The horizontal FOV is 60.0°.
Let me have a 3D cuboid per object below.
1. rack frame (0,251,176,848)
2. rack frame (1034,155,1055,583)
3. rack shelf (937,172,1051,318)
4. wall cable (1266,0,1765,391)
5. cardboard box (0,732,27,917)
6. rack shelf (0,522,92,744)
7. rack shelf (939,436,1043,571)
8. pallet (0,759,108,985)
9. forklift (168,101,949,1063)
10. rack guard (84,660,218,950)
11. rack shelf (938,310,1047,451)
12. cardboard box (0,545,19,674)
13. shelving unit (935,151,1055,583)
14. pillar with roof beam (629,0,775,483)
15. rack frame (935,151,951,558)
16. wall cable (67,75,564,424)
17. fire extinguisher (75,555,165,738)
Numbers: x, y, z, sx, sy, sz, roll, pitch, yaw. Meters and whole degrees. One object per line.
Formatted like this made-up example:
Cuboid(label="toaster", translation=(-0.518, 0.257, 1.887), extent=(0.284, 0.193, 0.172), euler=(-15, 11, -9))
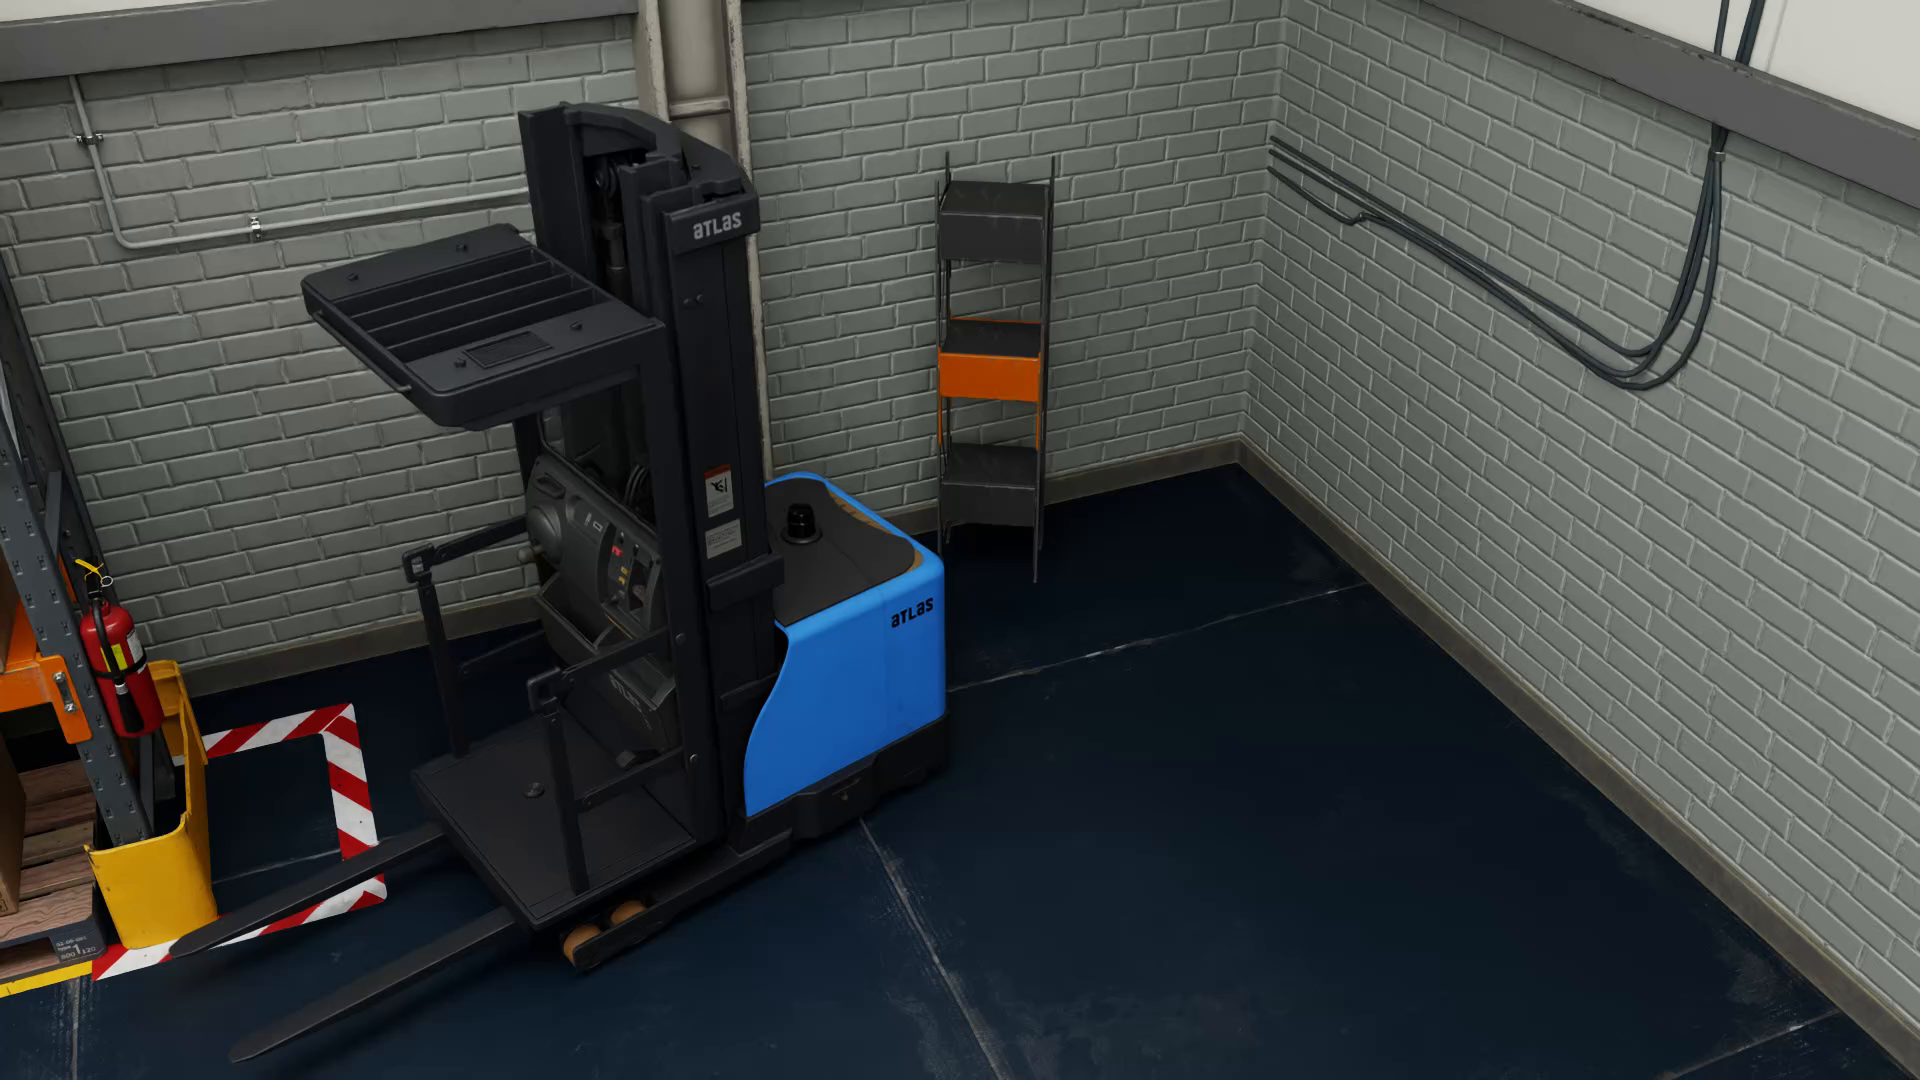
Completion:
Cuboid(label="rack frame", translation=(-3.281, -0.007, 6.010), extent=(0.127, 3.000, 1.000), euler=(-13, 35, -19))
Cuboid(label="rack frame", translation=(0.404, -0.769, 8.007), extent=(0.015, 2.100, 0.400), euler=(4, 33, 6))
Cuboid(label="rack shelf", translation=(0.162, -1.361, 7.657), extent=(0.480, 0.518, 0.431), euler=(4, 33, 6))
Cuboid(label="wall cable", translation=(2.073, -2.234, 6.780), extent=(0.112, 2.526, 3.097), euler=(-13, 35, -19))
Cuboid(label="cardboard box", translation=(-3.887, 1.063, 6.273), extent=(0.500, 0.500, 0.700), euler=(-13, 35, -19))
Cuboid(label="rack shelf", translation=(-5.125, 0.717, 5.557), extent=(4.000, 0.370, 1.077), euler=(-13, 35, -19))
Cuboid(label="rack shelf", translation=(0.162, -0.187, 8.421), extent=(0.480, 0.518, 0.431), euler=(4, 33, 6))
Cuboid(label="pallet", translation=(-3.988, 1.370, 6.451), extent=(1.213, 0.211, 1.003), euler=(-13, 35, -19))
Cuboid(label="forklift", translation=(-1.504, 0.062, 5.968), extent=(3.031, 2.935, 1.130), euler=(-24, 40, -32))
Cuboid(label="rack guard", translation=(-3.258, 1.036, 6.700), extent=(0.348, 0.500, 1.175), euler=(-13, 35, -19))
Cuboid(label="rack shelf", translation=(0.162, -0.774, 8.039), extent=(0.480, 0.518, 0.431), euler=(4, 33, 6))
Cuboid(label="cardboard box", translation=(-3.747, -0.020, 5.755), extent=(0.700, 0.700, 0.980), euler=(-11, 35, -17))
Cuboid(label="shelving unit", translation=(0.162, -0.785, 8.032), extent=(0.503, 2.100, 0.431), euler=(4, 33, 6))
Cuboid(label="pillar with roof beam", translation=(0.541, -1.362, 2.592), extent=(0.400, 9.000, 9.100), euler=(-13, 35, -19))
Cuboid(label="rack frame", translation=(-0.080, -0.802, 8.057), extent=(0.015, 2.100, 0.400), euler=(4, 33, 6))
Cuboid(label="wall cable", translation=(-2.466, -1.179, 6.880), extent=(1.851, 1.984, 0.084), euler=(-13, 35, -19))
Cuboid(label="fire extinguisher", translation=(-2.963, 0.382, 5.825), extent=(0.183, 0.674, 0.296), euler=(-13, 35, -19))
